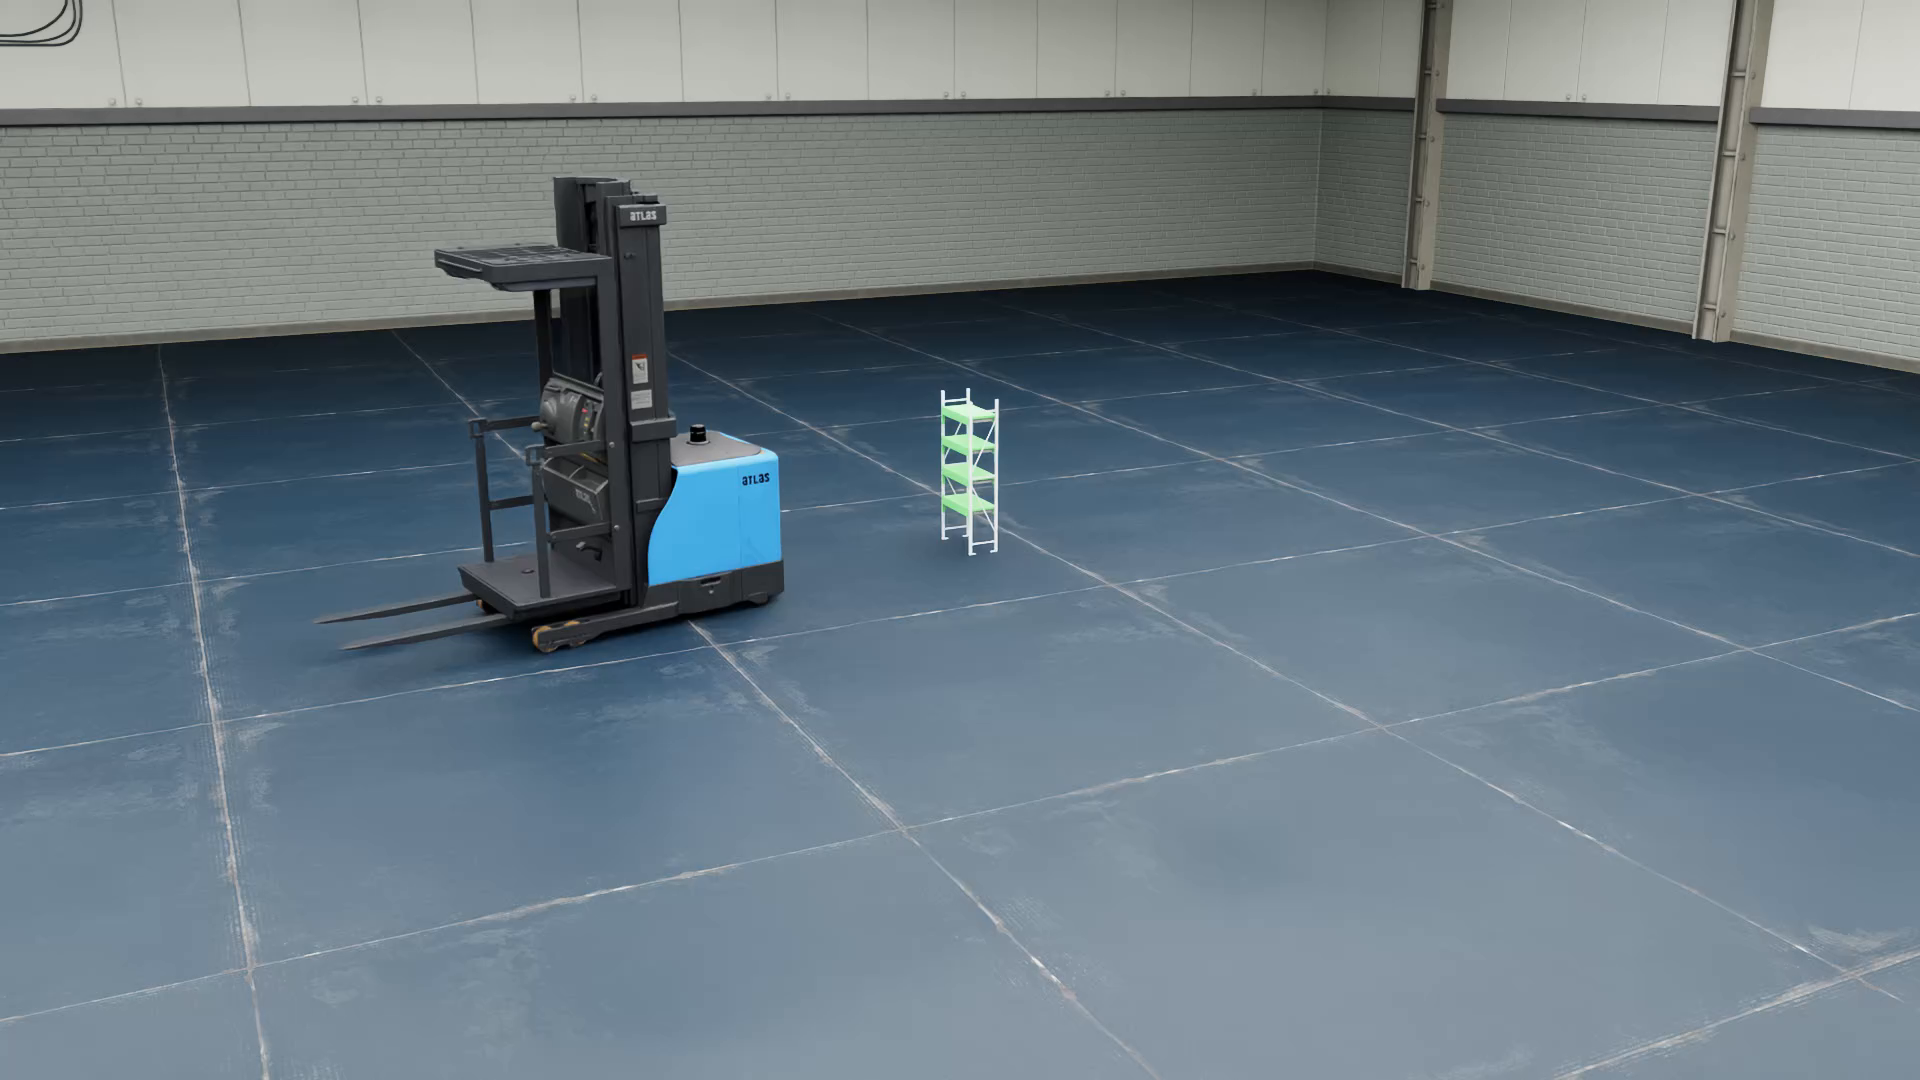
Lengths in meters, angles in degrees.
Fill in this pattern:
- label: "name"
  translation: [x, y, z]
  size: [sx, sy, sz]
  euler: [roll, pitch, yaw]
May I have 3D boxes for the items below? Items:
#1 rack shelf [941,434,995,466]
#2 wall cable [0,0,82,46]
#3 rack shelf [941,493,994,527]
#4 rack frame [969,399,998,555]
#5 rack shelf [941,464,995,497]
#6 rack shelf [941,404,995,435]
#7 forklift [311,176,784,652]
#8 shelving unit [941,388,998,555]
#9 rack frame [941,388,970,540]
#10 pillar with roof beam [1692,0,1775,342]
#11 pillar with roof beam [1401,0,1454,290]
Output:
- label: "rack shelf"
  translation: [0.072, -0.705, 12.894]
  size: [0.258, 0.148, 0.480]
  euler: [-8, 18, -25]
- label: "wall cable"
  translation: [-12.188, -8.427, 20.137]
  size: [2.305, 6.003, 0.169]
  euler: [-8, 18, -25]
- label: "rack shelf"
  translation: [0.073, -0.244, 13.026]
  size: [0.258, 0.148, 0.480]
  euler: [-8, 18, -25]
- label: "rack frame"
  translation: [0.179, -0.475, 12.731]
  size: [0.240, 1.200, 0.015]
  euler: [-8, 18, -25]
- label: "rack shelf"
  translation: [0.073, -0.474, 12.960]
  size: [0.258, 0.148, 0.480]
  euler: [-8, 18, -25]
- label: "rack shelf"
  translation: [0.072, -0.936, 12.827]
  size: [0.258, 0.148, 0.480]
  euler: [-8, 18, -25]
- label: "forklift"
  translation: [-2.732, -0.848, 10.893]
  size: [3.031, 2.935, 1.130]
  euler: [-11, 20, -34]
- label: "shelving unit"
  translation: [0.073, -0.536, 12.942]
  size: [0.258, 1.200, 0.503]
  euler: [-8, 18, -25]
- label: "rack frame"
  translation: [-0.034, -0.596, 13.153]
  size: [0.240, 1.200, 0.015]
  euler: [-8, 18, -25]
- label: "pillar with roof beam"
  translation: [6.448, -6.558, 19.788]
  size: [9.100, 9.000, 0.400]
  euler: [-8, 18, -25]
- label: "pillar with roof beam"
  translation: [3.819, -8.045, 24.972]
  size: [9.100, 9.000, 0.400]
  euler: [-8, 18, -25]
